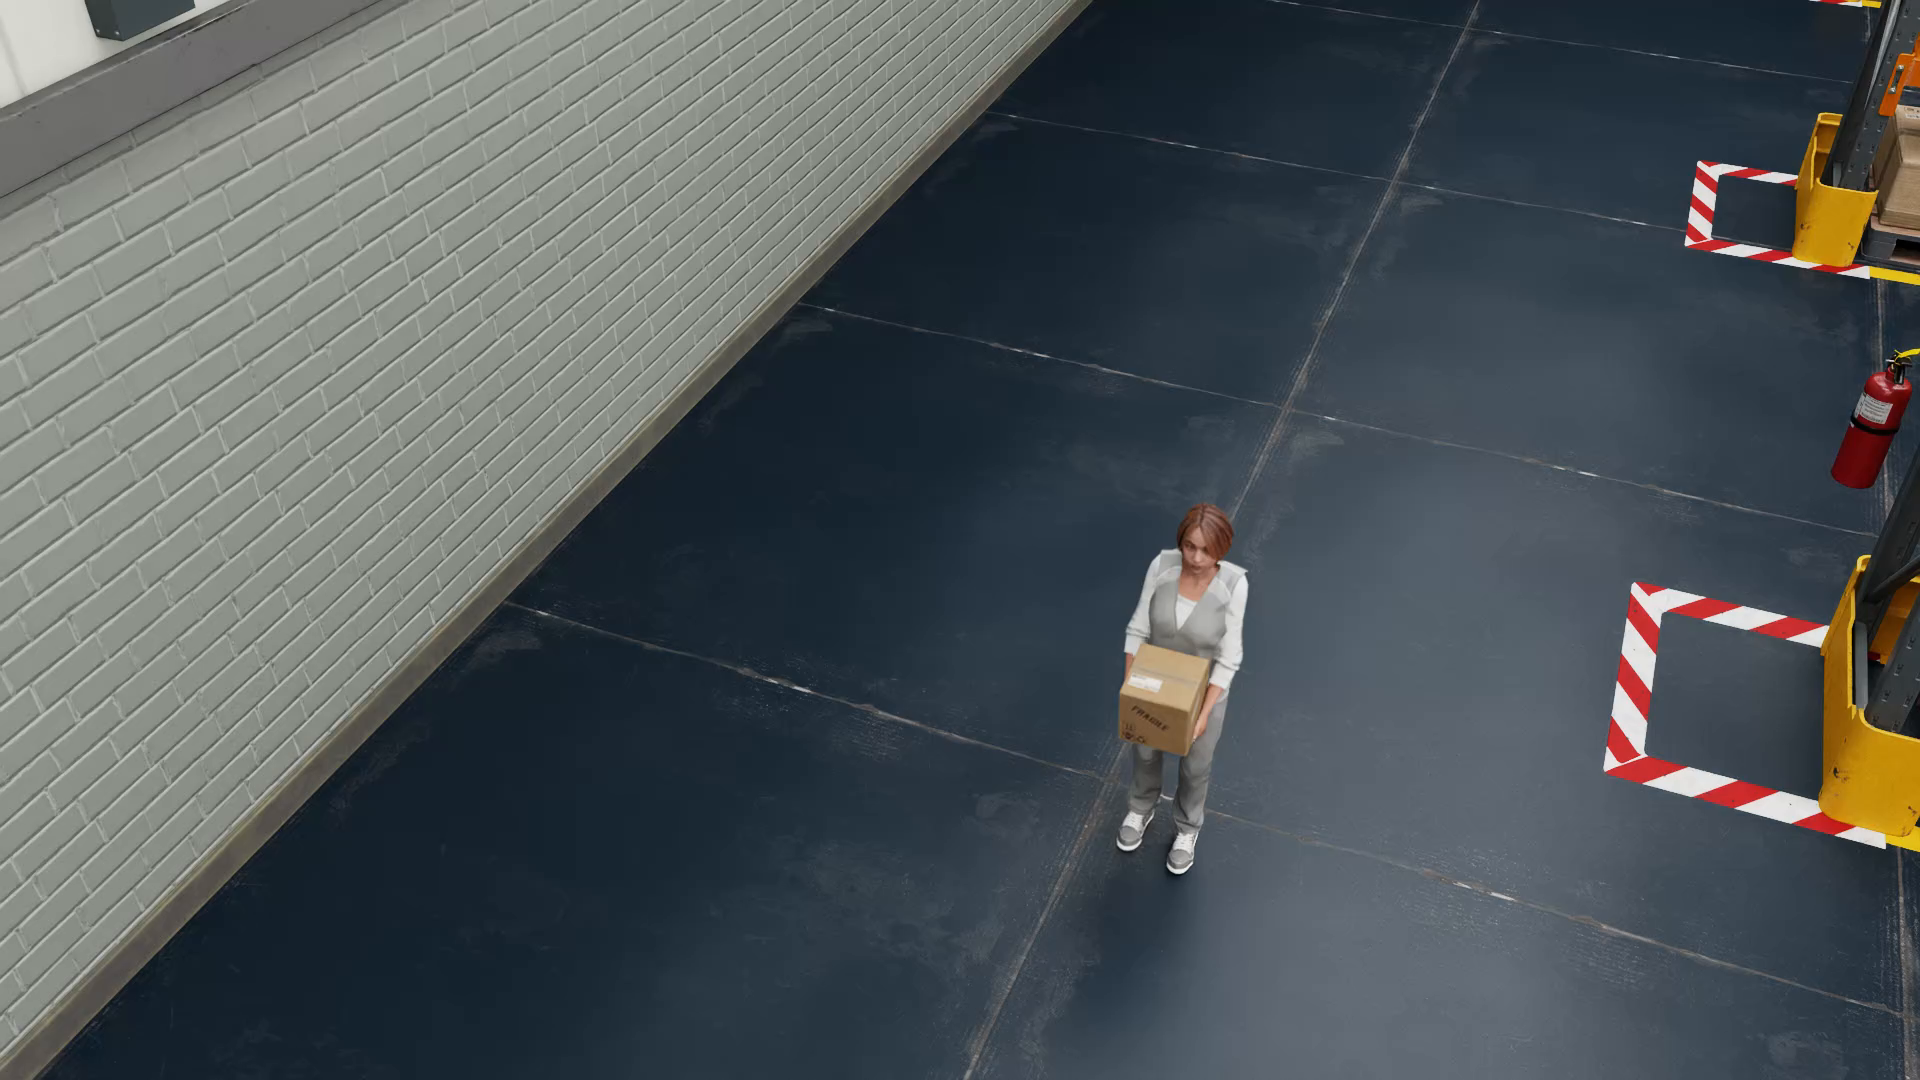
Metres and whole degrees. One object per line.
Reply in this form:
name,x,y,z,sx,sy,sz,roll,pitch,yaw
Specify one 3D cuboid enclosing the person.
person,0.788,0.586,6.073,0.425,1.596,0.489,14,40,17
